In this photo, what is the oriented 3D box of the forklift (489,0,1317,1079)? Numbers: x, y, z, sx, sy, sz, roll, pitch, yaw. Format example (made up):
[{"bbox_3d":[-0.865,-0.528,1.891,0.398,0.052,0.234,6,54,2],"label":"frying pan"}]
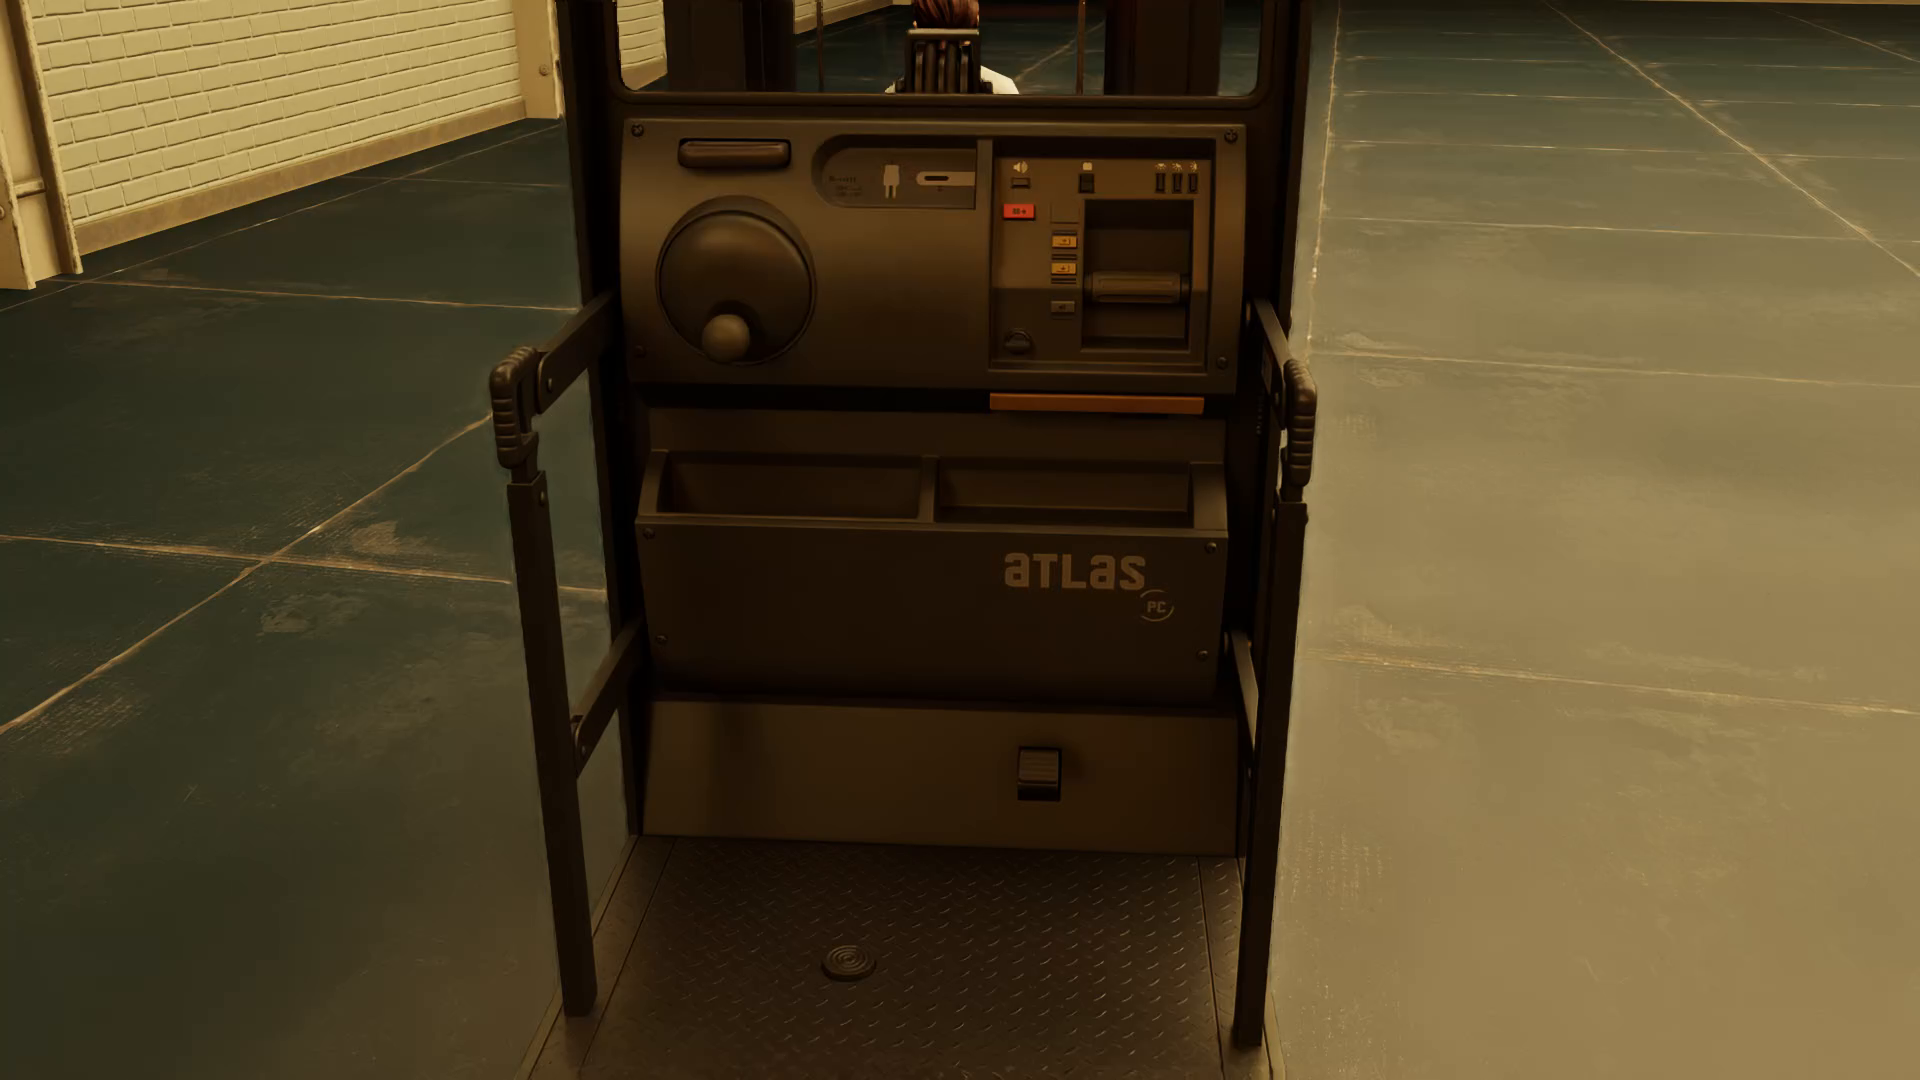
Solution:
[{"bbox_3d":[-0.057,-0.415,2.285,1.130,2.935,3.031,1,22,4],"label":"forklift"}]

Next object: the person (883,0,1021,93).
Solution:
[{"bbox_3d":[0.028,-0.808,4.893,0.550,1.675,0.549,5,23,11],"label":"person"}]
